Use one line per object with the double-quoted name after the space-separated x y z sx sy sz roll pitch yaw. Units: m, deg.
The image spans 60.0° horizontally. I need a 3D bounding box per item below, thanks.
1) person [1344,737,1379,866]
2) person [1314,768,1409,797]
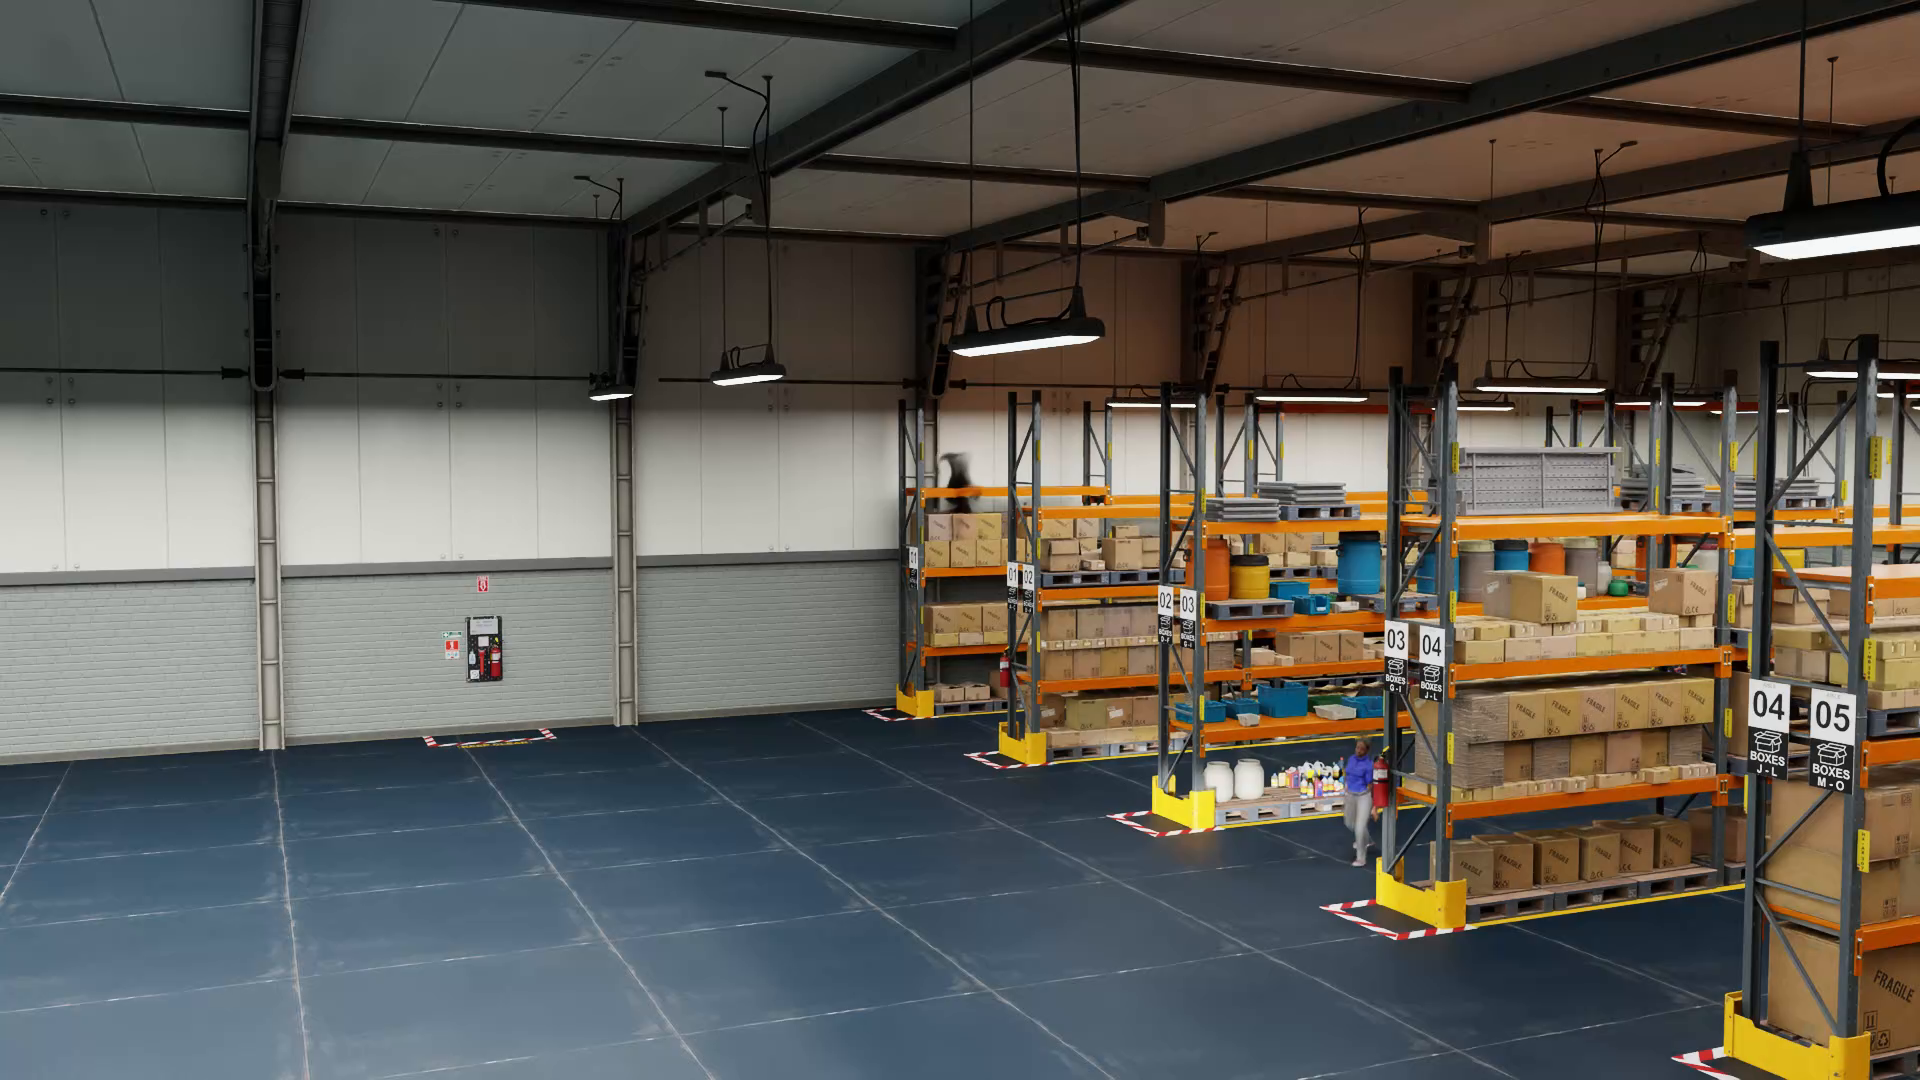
4.959 3.171 20.558 0.725 1.555 0.791 -2 4 -27 "person"
14.719 2.070 24.134 26.505 3.382 11.573 2 4 25 "person"
